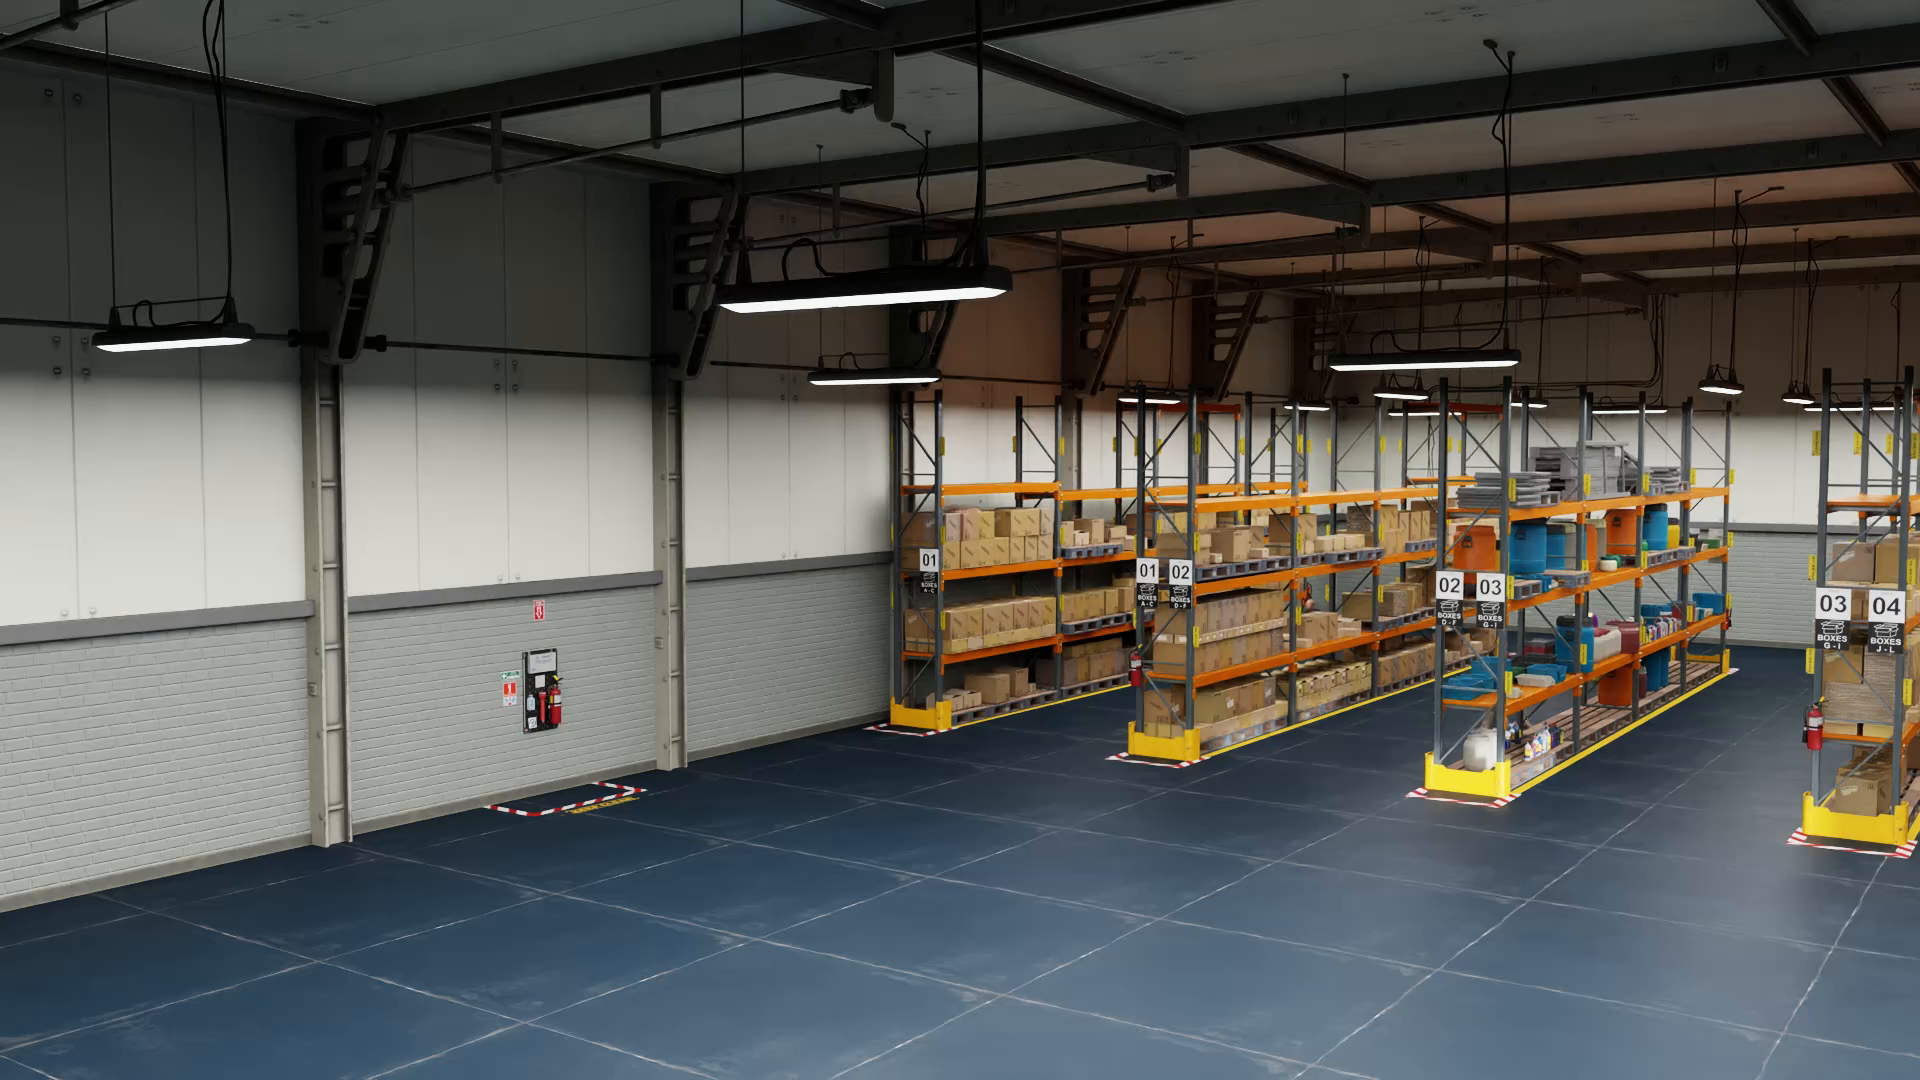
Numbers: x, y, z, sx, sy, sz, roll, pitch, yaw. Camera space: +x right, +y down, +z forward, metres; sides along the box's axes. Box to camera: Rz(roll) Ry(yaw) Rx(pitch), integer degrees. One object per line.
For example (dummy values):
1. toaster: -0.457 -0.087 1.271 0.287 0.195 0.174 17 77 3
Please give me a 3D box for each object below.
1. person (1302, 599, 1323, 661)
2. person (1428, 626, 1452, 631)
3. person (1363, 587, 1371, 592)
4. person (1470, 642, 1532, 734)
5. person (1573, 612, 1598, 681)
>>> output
1. person: 7.860 2.118 36.766 0.720 1.632 0.688 -3 4 -43
2. person: 13.035 1.645 45.052 0.447 1.631 0.979 -2 4 -31
3. person: 10.031 1.930 40.632 0.587 1.579 0.684 3 4 44
4. person: 9.329 2.544 28.642 1.051 1.667 0.638 1 3 14
5. person: 13.217 2.145 35.183 0.601 1.762 0.500 2 4 29
